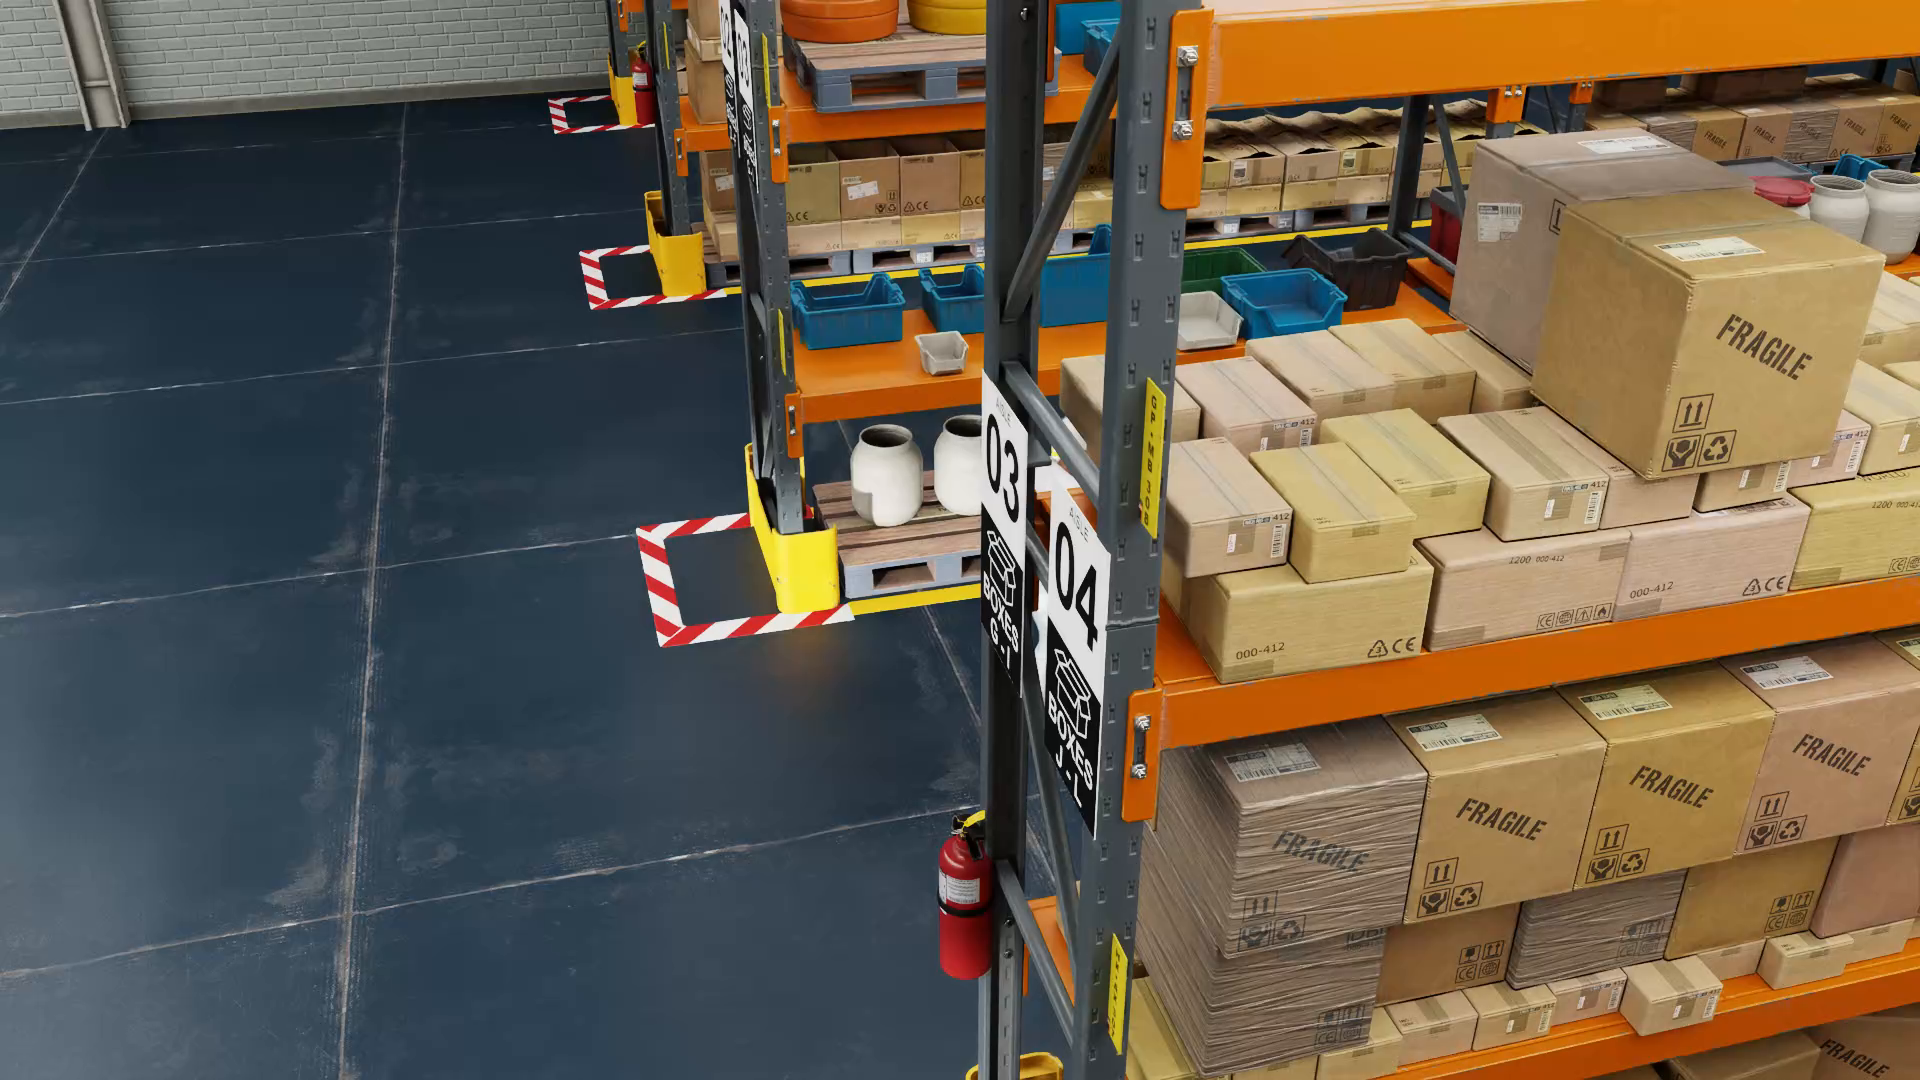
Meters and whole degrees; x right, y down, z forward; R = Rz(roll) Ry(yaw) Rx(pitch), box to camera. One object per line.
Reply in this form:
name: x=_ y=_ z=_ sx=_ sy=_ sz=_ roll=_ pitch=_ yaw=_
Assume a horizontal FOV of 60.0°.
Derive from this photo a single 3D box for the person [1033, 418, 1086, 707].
person: x=0.495 y=0.219 z=7.843 sx=0.463 sy=1.760 sz=0.631 roll=-8 pitch=31 yaw=-14
